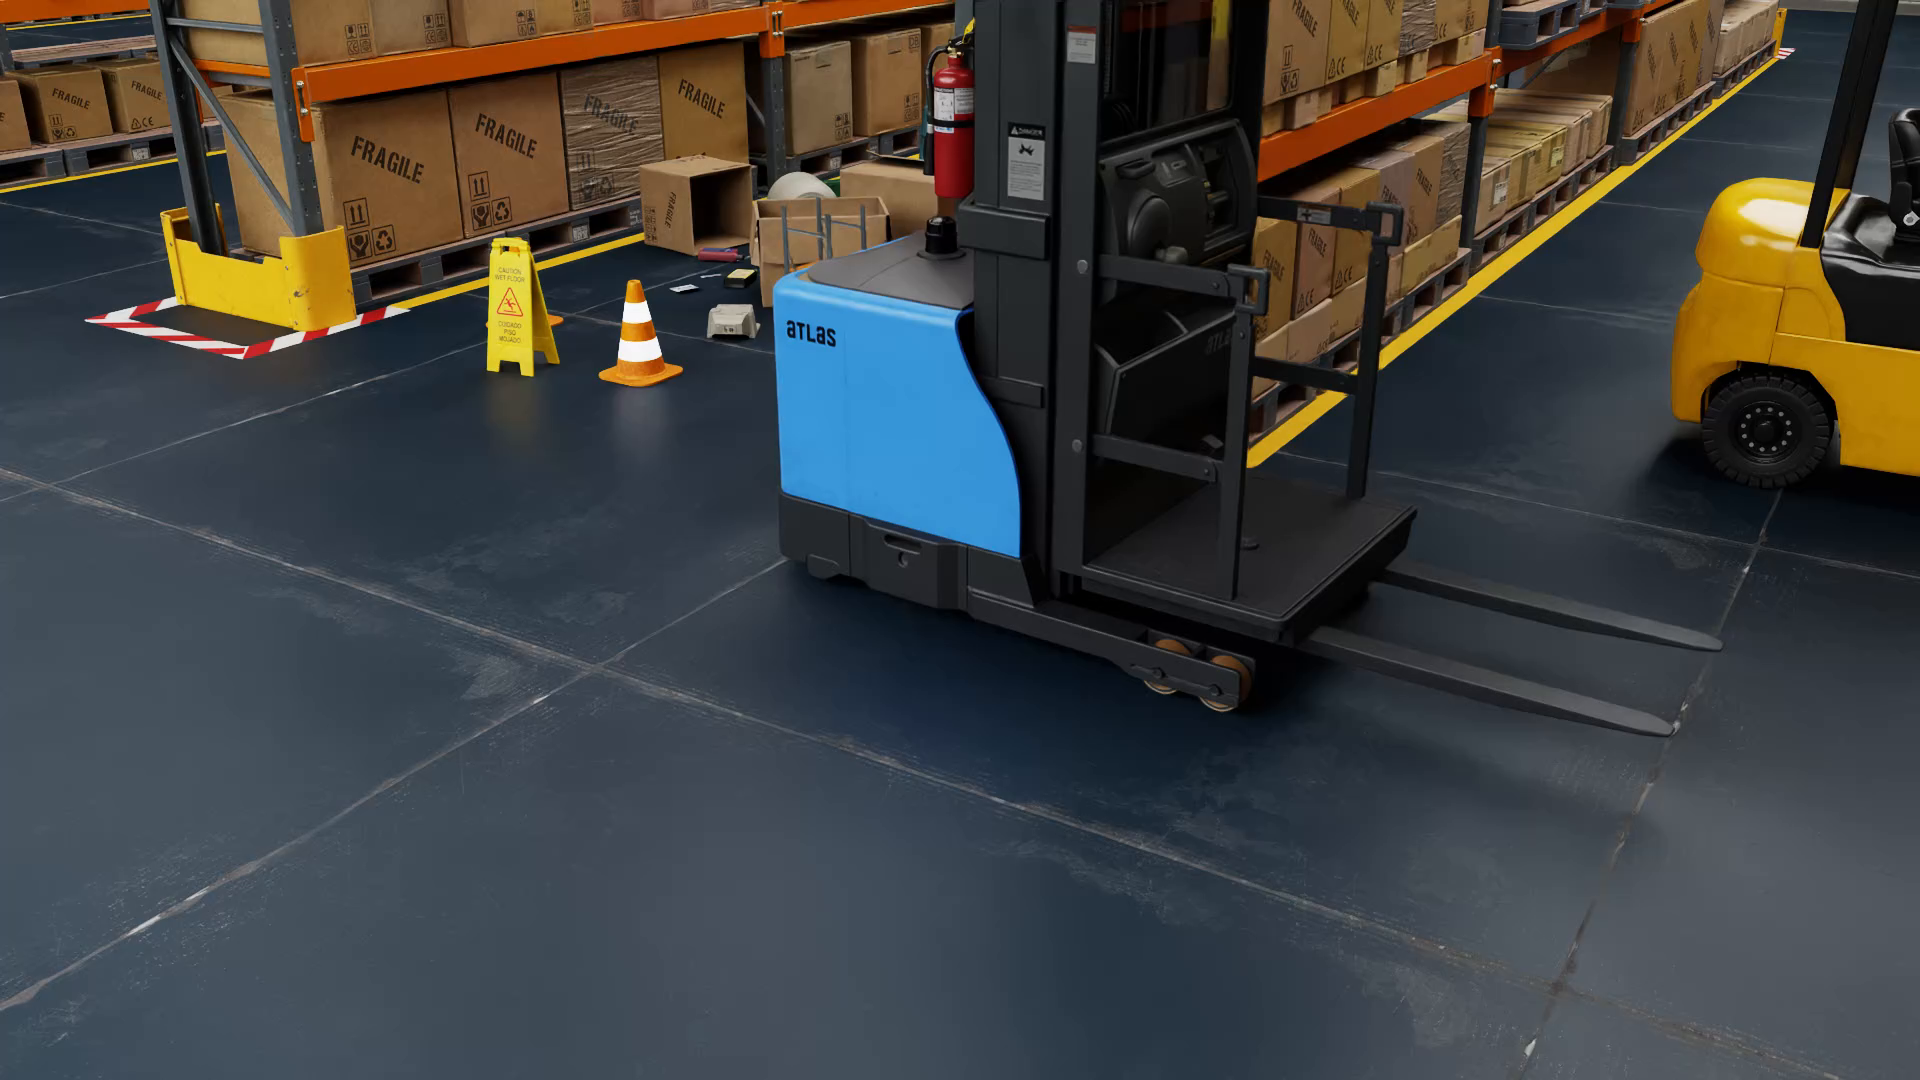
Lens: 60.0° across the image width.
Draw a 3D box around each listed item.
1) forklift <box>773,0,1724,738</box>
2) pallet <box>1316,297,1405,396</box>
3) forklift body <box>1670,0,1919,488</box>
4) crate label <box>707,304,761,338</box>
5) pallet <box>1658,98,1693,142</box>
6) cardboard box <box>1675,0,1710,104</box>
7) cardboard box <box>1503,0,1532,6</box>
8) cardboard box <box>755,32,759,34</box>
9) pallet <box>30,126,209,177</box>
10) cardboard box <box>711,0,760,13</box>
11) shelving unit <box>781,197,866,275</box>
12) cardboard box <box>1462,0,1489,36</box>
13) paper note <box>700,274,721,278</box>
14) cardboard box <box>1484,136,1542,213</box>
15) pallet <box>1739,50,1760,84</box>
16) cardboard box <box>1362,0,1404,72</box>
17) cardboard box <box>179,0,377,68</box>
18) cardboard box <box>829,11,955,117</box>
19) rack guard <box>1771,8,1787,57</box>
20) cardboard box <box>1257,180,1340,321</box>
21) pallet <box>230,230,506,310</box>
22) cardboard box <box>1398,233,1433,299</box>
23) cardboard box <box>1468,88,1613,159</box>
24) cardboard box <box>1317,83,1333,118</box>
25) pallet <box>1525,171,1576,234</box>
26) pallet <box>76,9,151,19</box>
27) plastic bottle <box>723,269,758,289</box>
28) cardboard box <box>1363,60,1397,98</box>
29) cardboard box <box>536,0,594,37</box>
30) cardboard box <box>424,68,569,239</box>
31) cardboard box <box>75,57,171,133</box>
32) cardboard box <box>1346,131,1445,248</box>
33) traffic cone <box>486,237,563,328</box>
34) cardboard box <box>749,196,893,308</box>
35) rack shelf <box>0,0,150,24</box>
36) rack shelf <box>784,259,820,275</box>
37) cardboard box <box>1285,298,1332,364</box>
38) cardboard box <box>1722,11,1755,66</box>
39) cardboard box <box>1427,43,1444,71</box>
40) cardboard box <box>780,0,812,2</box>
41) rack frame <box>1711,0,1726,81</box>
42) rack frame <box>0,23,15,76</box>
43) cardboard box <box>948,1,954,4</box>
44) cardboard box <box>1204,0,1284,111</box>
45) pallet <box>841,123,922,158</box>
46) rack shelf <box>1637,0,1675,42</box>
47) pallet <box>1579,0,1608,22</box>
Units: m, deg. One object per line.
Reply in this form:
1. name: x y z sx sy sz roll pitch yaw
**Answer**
1. forklift: 0.853 -1.064 5.019 3.031 2.935 1.130 15 28 32
2. pallet: 1.578 -1.076 8.469 1.003 0.211 1.213 14 27 29
3. forklift body: 4.105 -1.247 6.422 2.313 2.155 1.214 14 27 29
4. crate label: -1.194 -1.151 8.735 0.250 0.136 0.298 1 23 2
5. pallet: 5.779 -3.733 14.608 1.003 0.211 1.213 14 27 29
6. cardboard box: 6.036 -4.388 14.756 0.875 0.875 0.875 15 27 30
7. cardboard box: 3.105 -3.200 9.655 0.380 0.149 0.250 14 27 30
8. cardboard box: -2.905 -6.175 18.884 1.225 0.875 0.875 14 27 29
9. pallet: -6.841 -3.152 13.266 1.003 0.211 1.213 14 27 29
10. cardboard box: -1.898 -3.948 11.405 0.875 0.550 0.550 14 27 29
11. shelving unit: -0.492 -0.664 6.271 0.258 1.200 0.189 18 30 35
12. cardboard box: 2.522 -2.983 8.865 0.500 0.500 0.500 13 27 28
13. paper note: -1.476 -1.566 9.854 0.123 0.001 0.032 -12 26 -26
14. cardboard box: 3.196 -2.410 10.821 0.950 0.372 0.625 16 28 32
15. pallet: 7.875 -5.077 17.711 1.003 0.211 1.213 14 27 29
16. cardboard box: 1.720 -2.458 7.652 0.500 0.500 0.500 13 27 28
17. cardboard box: -3.666 -2.859 8.891 0.875 0.550 0.550 14 27 29
18. cardboard box: -0.459 -4.034 14.095 1.050 0.750 0.750 14 27 30
19. rack guard: 8.888 -5.914 19.281 1.175 0.500 0.348 14 27 29
20. cardboard box: 1.380 -1.327 7.529 0.500 0.500 0.500 13 26 27
21. pallet: -3.468 -1.662 9.824 1.003 0.211 1.213 14 27 29
22. cardboard box: 2.189 -1.496 8.862 0.500 0.250 0.500 13 27 28
23. cardboard box: 4.349 -3.151 12.532 0.950 0.372 0.625 12 26 25
24. cardboard box: 1.401 -1.940 7.271 0.380 0.149 0.250 15 27 30
25. pallet: 3.597 -2.399 11.527 1.003 0.211 1.213 14 27 29
26. pallet: -11.752 -7.471 23.242 1.003 0.211 1.213 14 27 29
27. plastic bottle: -1.274 -1.536 9.722 0.133 0.061 0.283 5 24 11
28. cardboard box: 1.836 -2.197 7.865 0.380 0.149 0.250 14 27 29
29. cardboard box: -2.748 -3.400 10.139 0.875 0.550 0.500 14 27 29
30. cardboard box: -3.059 -2.414 10.196 0.875 0.875 0.875 13 27 28
31. cardboard box: -6.675 -3.577 13.356 0.500 0.500 0.500 11 26 24
32. cardboard box: 2.194 -1.850 8.736 0.500 0.500 0.500 14 27 30
33. traffic cone: -2.337 -1.373 8.840 0.336 0.463 0.334 14 27 29
34. cardboard box: -0.789 -1.630 9.383 0.797 0.503 0.637 -3 24 -7
35. rack shelf: -6.929 -4.074 12.791 1.077 0.370 4.000 14 27 29
36. rack shelf: -0.494 -0.953 6.143 0.258 0.103 0.180 18 30 35
37. cardboard box: 1.371 -0.969 7.644 0.500 0.250 0.500 15 28 31
38. cardboard box: 7.659 -5.211 17.209 0.875 0.438 0.875 13 27 27
39. cardboard box: 2.305 -2.558 8.699 0.380 0.149 0.250 14 27 29
40. cardboard box: -1.207 -4.173 11.988 0.500 0.500 0.500 14 27 30
41. rack frame: 6.765 -5.703 15.648 1.000 3.000 0.127 14 27 29
42. rack frame: -10.082 -6.117 16.605 1.000 3.000 0.127 14 27 29
43. cardboard box: -0.294 -7.807 22.655 0.875 0.875 0.875 14 27 29
44. cardboard box: 0.921 -1.937 6.448 0.500 0.500 0.500 13 27 28
45. pallet: -0.728 -3.416 13.875 1.003 0.211 1.213 14 27 29
46. rack shelf: 5.710 -4.698 14.231 1.077 0.370 4.000 14 27 29
47. pallet: 3.646 -3.588 11.004 1.003 0.211 1.213 14 27 29
